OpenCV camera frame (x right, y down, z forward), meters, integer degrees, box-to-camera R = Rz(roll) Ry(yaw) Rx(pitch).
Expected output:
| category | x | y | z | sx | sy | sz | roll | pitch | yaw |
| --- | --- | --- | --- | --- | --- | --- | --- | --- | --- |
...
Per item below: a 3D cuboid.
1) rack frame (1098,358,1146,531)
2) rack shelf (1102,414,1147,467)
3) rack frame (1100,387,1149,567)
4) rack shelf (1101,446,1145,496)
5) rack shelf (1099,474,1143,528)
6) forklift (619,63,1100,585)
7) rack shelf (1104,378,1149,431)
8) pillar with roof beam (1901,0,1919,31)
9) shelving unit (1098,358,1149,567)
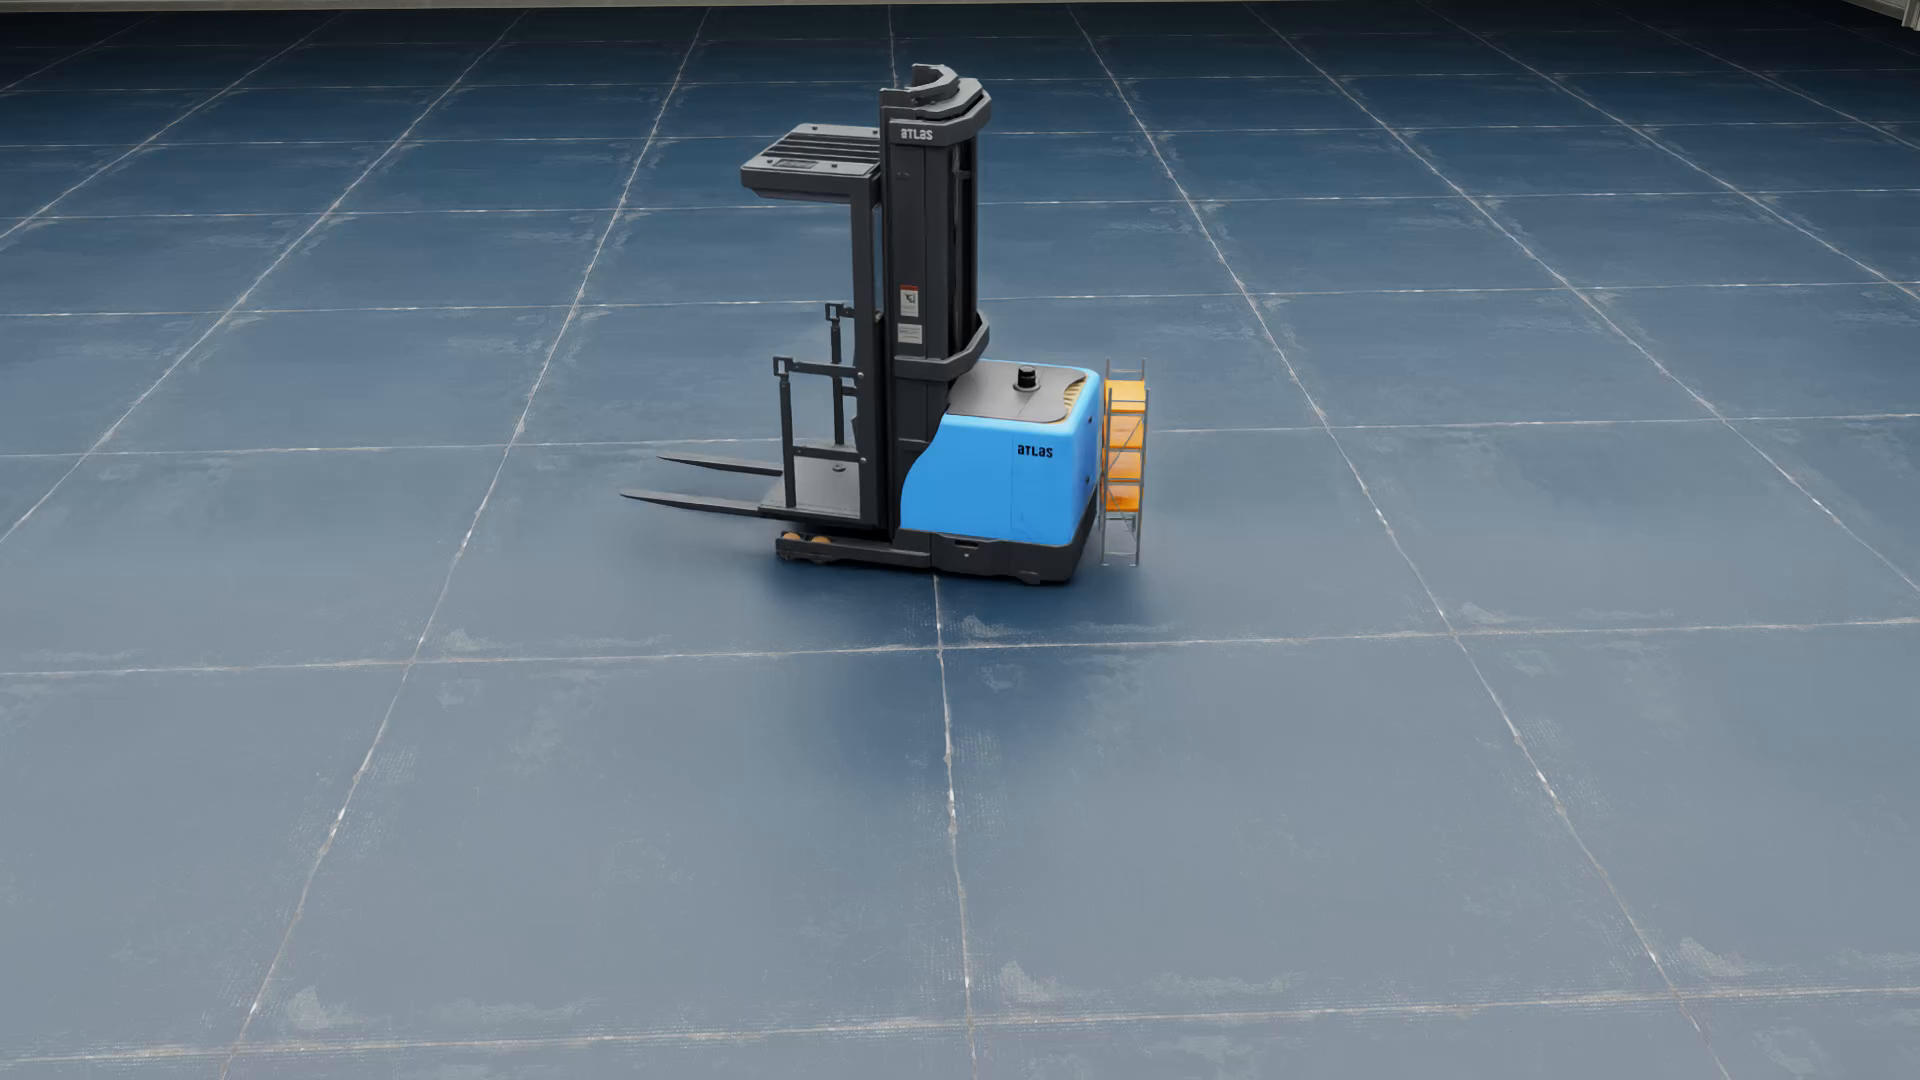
| category | x | y | z | sx | sy | sz | roll | pitch | yaw |
| --- | --- | --- | --- | --- | --- | --- | --- | --- | --- |
| rack frame | 1.028 | -0.594 | 10.590 | 0.240 | 1.200 | 0.015 | 2 | 28 | 3 |
| rack shelf | 1.016 | -0.620 | 10.302 | 0.258 | 0.148 | 0.480 | 2 | 28 | 3 |
| rack frame | 1.002 | -0.369 | 10.158 | 0.240 | 1.200 | 0.015 | 2 | 28 | 3 |
| rack shelf | 1.015 | -0.422 | 10.405 | 0.258 | 0.148 | 0.480 | 2 | 28 | 3 |
| rack shelf | 1.014 | -0.246 | 10.497 | 0.258 | 0.148 | 0.480 | 2 | 28 | 3 |
| forklift | -0.676 | -1.380 | 10.227 | 3.031 | 2.935 | 1.130 | 7 | 28 | 13 |
| rack shelf | 1.017 | -0.830 | 10.192 | 0.258 | 0.148 | 0.480 | 2 | 28 | 3 |
| pillar with roof beam | 10.811 | -11.966 | 23.962 | 9.100 | 9.000 | 0.400 | -1 | 28 | -3 |
| shelving unit | 1.015 | -0.481 | 10.374 | 0.258 | 1.200 | 0.503 | 2 | 28 | 3 |
